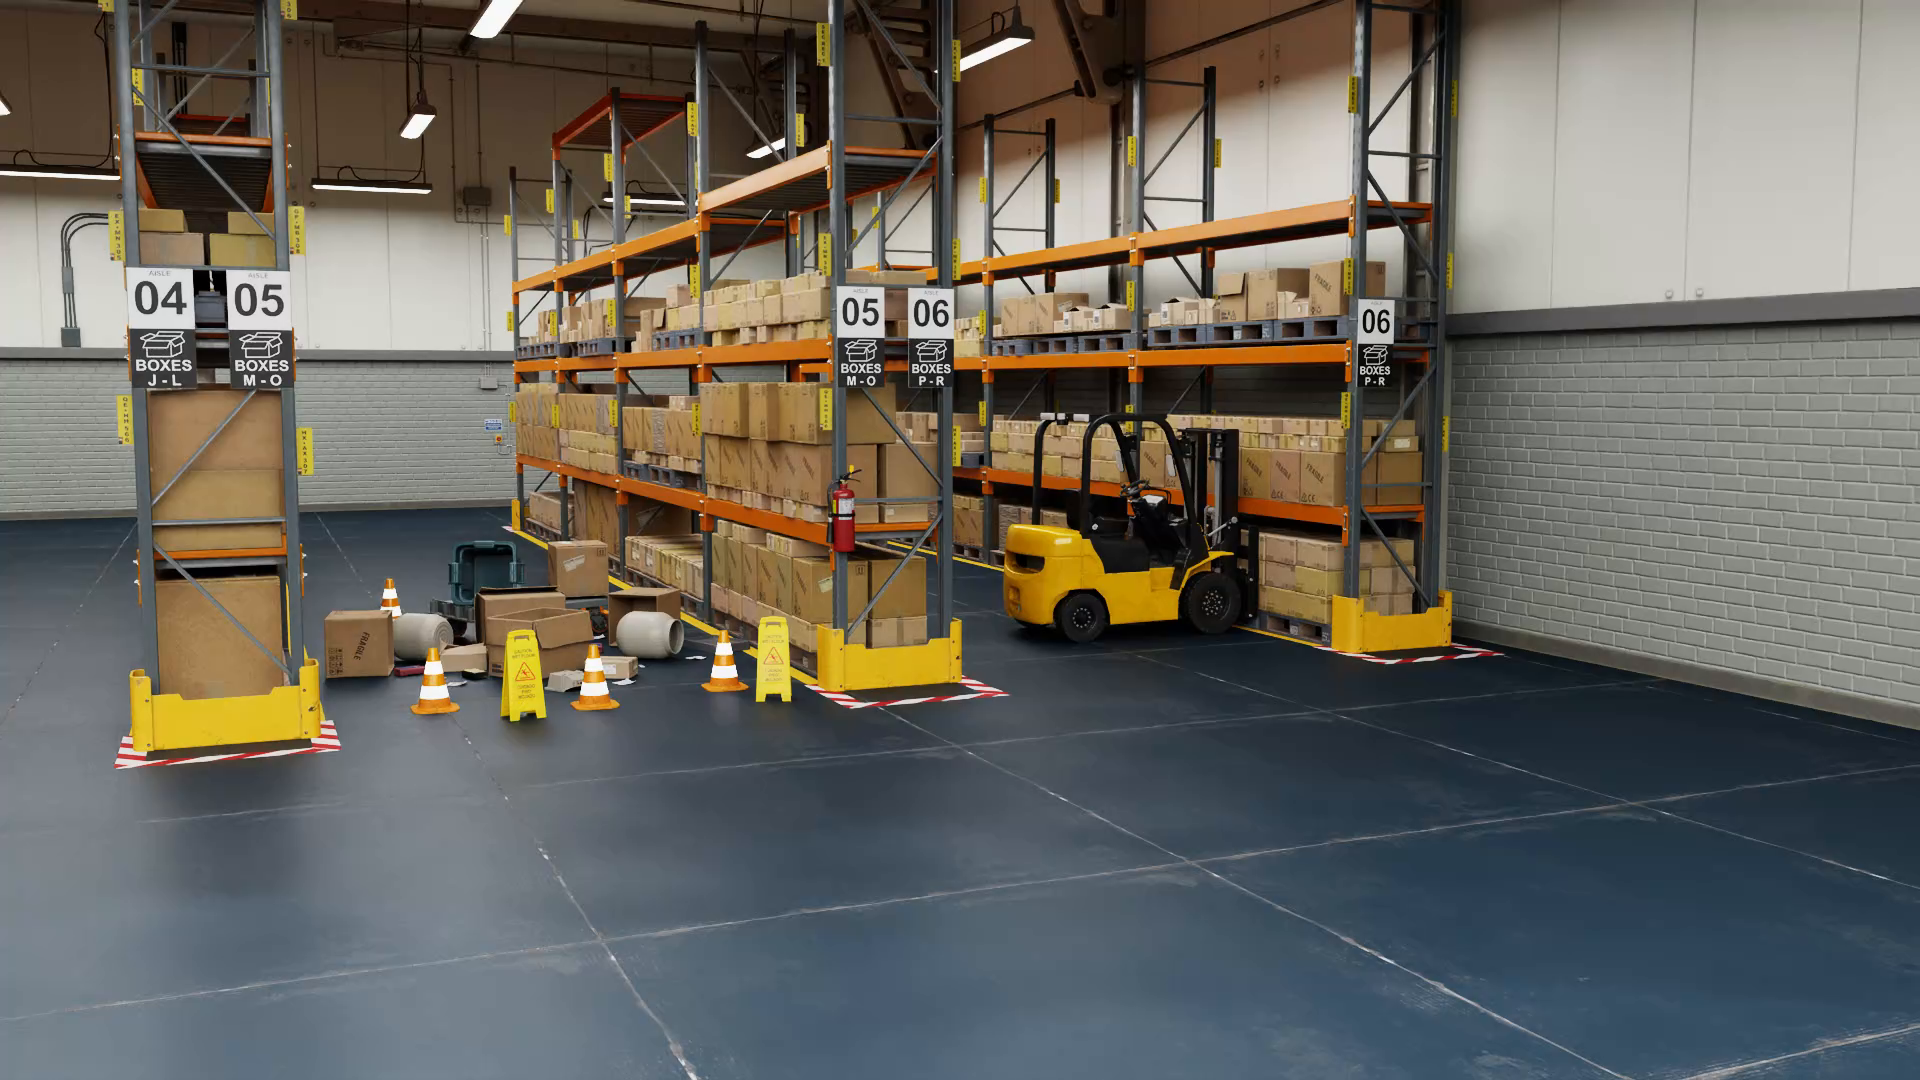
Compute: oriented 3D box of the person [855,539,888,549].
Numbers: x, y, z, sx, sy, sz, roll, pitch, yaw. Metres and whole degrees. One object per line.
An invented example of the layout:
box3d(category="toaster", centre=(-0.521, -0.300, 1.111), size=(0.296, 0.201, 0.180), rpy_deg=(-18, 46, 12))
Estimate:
box3d(category="person", centre=(-1.002, -0.144, 18.157), size=(0.580, 1.769, 0.461), rpy_deg=(-2, 6, -24))
